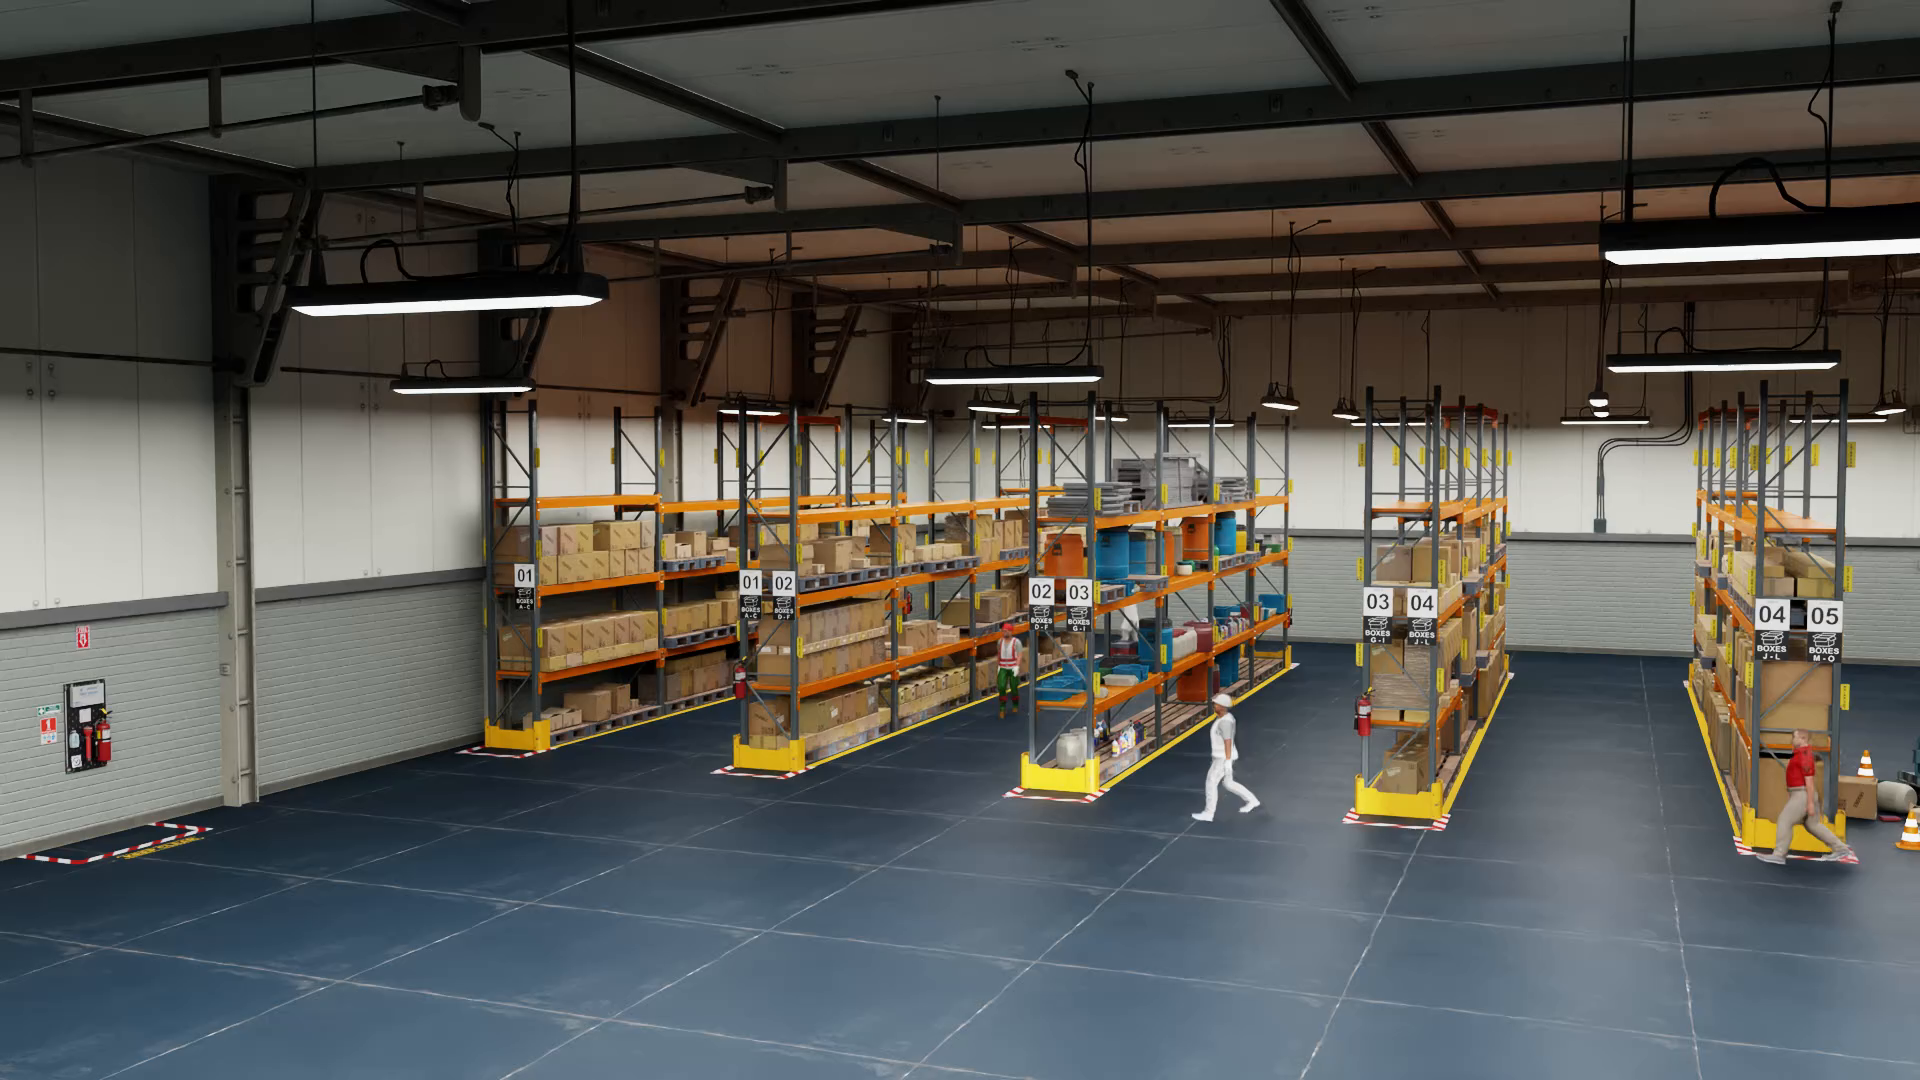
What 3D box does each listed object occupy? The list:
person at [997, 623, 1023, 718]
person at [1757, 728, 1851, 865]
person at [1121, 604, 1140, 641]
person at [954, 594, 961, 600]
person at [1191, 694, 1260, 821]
[{"bbox_3d":[0.937,2.535,32.275,0.551,1.827,0.746,1,3,21],"label":"person"},{"bbox_3d":[10.350,3.147,20.364,1.047,1.675,0.536,1,3,24],"label":"person"},{"bbox_3d":[4.293,2.045,42.065,0.729,1.795,0.641,1,3,23],"label":"person"},{"bbox_3d":[-0.052,2.141,41.423,0.525,1.605,1.022,1,3,18],"label":"person"},{"bbox_3d":[3.672,2.991,22.910,1.006,1.750,0.563,0,3,-6],"label":"person"}]
